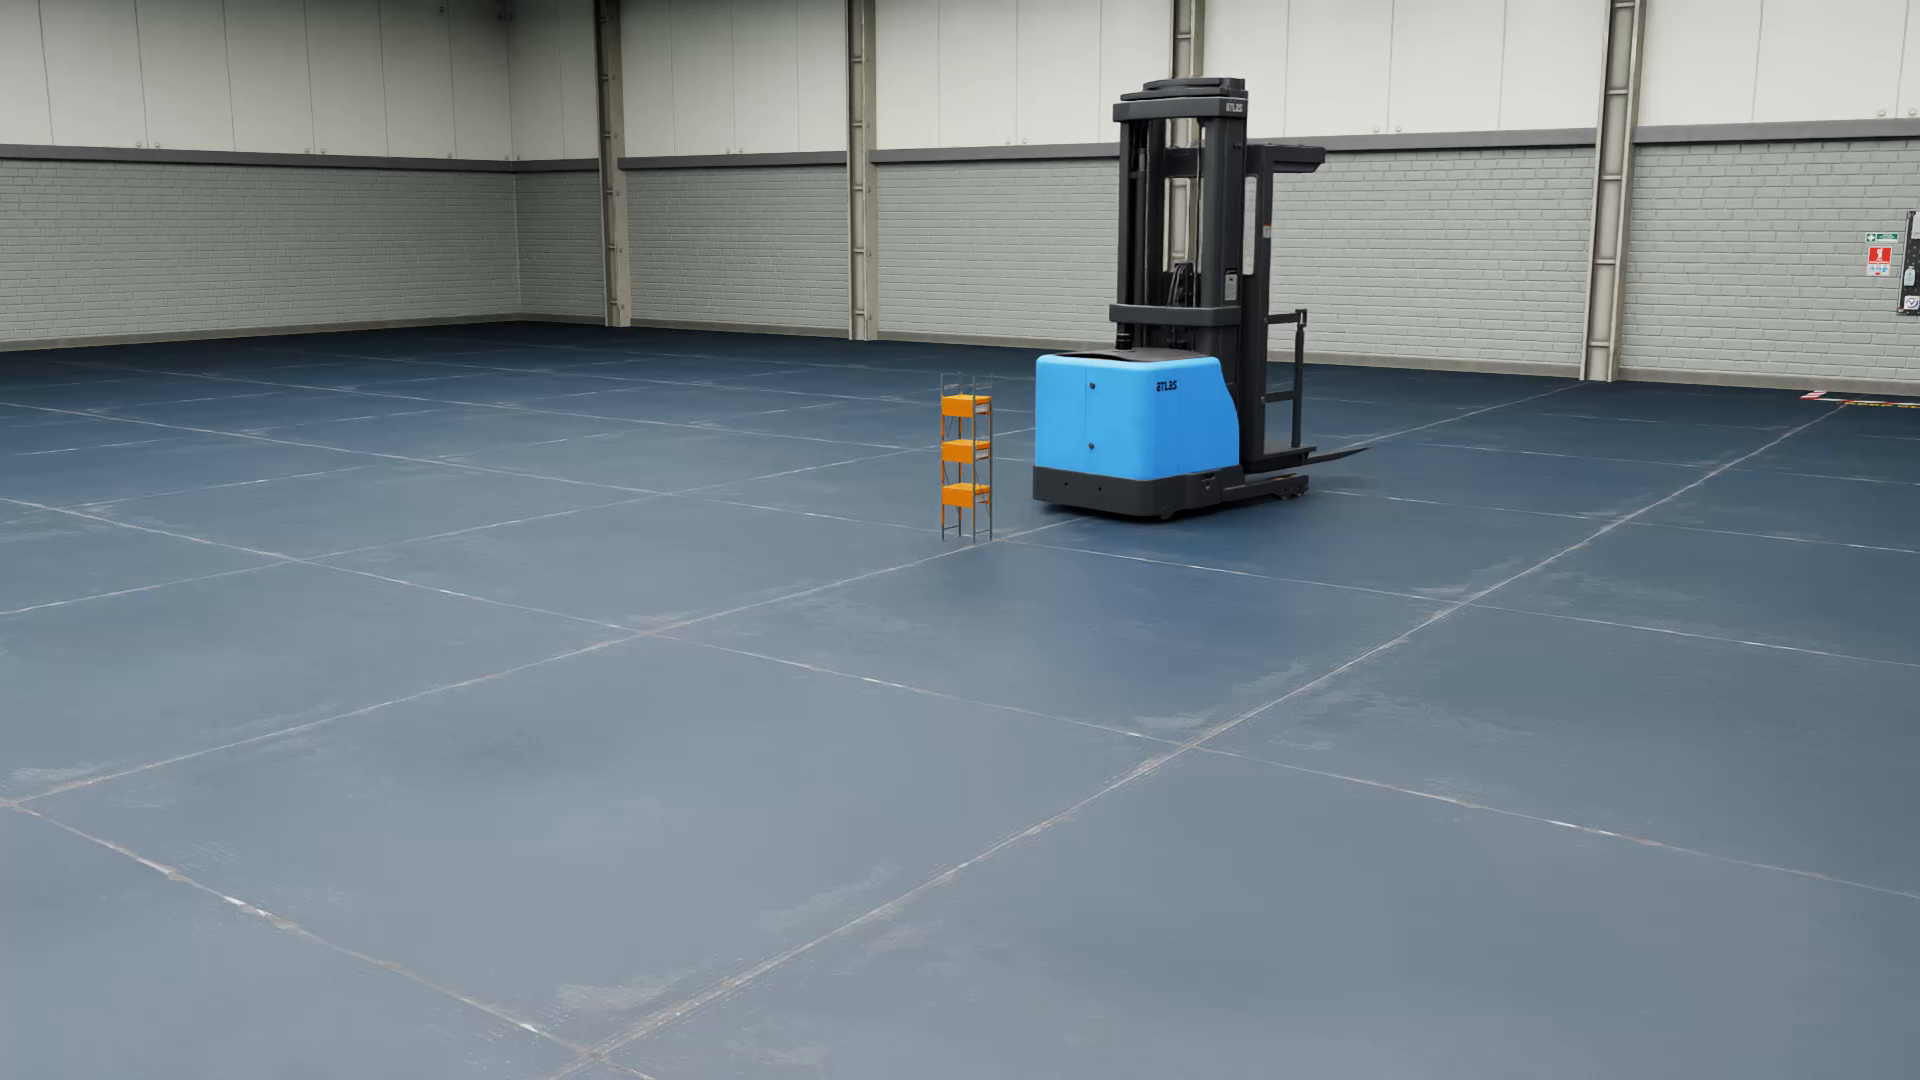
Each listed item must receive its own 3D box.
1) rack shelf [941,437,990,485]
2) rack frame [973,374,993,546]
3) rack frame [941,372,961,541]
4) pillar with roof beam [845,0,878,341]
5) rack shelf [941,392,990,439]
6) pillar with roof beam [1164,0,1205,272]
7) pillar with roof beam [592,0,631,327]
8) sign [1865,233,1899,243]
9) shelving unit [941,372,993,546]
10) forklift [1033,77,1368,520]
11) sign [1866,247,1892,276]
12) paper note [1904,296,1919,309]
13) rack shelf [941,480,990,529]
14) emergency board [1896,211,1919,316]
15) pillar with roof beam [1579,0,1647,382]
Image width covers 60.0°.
[{"bbox_3d":[0.043,-0.499,10.401,0.240,0.259,0.215,8,13,36],"label":"rack shelf"},{"bbox_3d":[0.141,-0.496,10.328,0.008,1.050,0.200,8,13,36],"label":"rack frame"},{"bbox_3d":[-0.055,-0.523,10.470,0.008,1.050,0.200,8,13,36],"label":"rack frame"},{"bbox_3d":[-4.166,-7.127,23.678,0.400,9.000,9.100,8,13,36],"label":"pillar with roof beam"},{"bbox_3d":[0.043,-0.778,10.347,0.240,0.259,0.215,8,13,36],"label":"rack shelf"},{"bbox_3d":[0.670,-6.453,20.192,0.400,9.000,9.100,8,13,36],"label":"pillar with roof beam"},{"bbox_3d":[-9.002,-7.802,27.165,0.400,9.000,9.100,8,13,36],"label":"pillar with roof beam"},{"bbox_3d":[10.535,-3.455,19.000,0.331,0.109,0.001,8,13,36],"label":"sign"},{"bbox_3d":[0.043,-0.509,10.399,0.252,1.050,0.215,8,13,36],"label":"shelving unit"},{"bbox_3d":[1.910,-1.789,12.063,3.031,2.935,1.130,-11,15,-44],"label":"forklift"},{"bbox_3d":[10.537,-3.196,19.060,0.234,0.329,0.001,8,13,36],"label":"sign"},{"bbox_3d":[10.819,-2.699,18.902,0.142,0.148,0.016,8,13,36],"label":"paper note"},{"bbox_3d":[0.043,-0.226,10.454,0.240,0.259,0.215,8,13,36],"label":"rack shelf"},{"bbox_3d":[10.925,-3.105,18.680,0.626,1.169,0.157,8,13,36],"label":"emergency board"},{"bbox_3d":[5.506,-5.778,16.705,0.400,9.000,9.100,8,13,36],"label":"pillar with roof beam"}]
